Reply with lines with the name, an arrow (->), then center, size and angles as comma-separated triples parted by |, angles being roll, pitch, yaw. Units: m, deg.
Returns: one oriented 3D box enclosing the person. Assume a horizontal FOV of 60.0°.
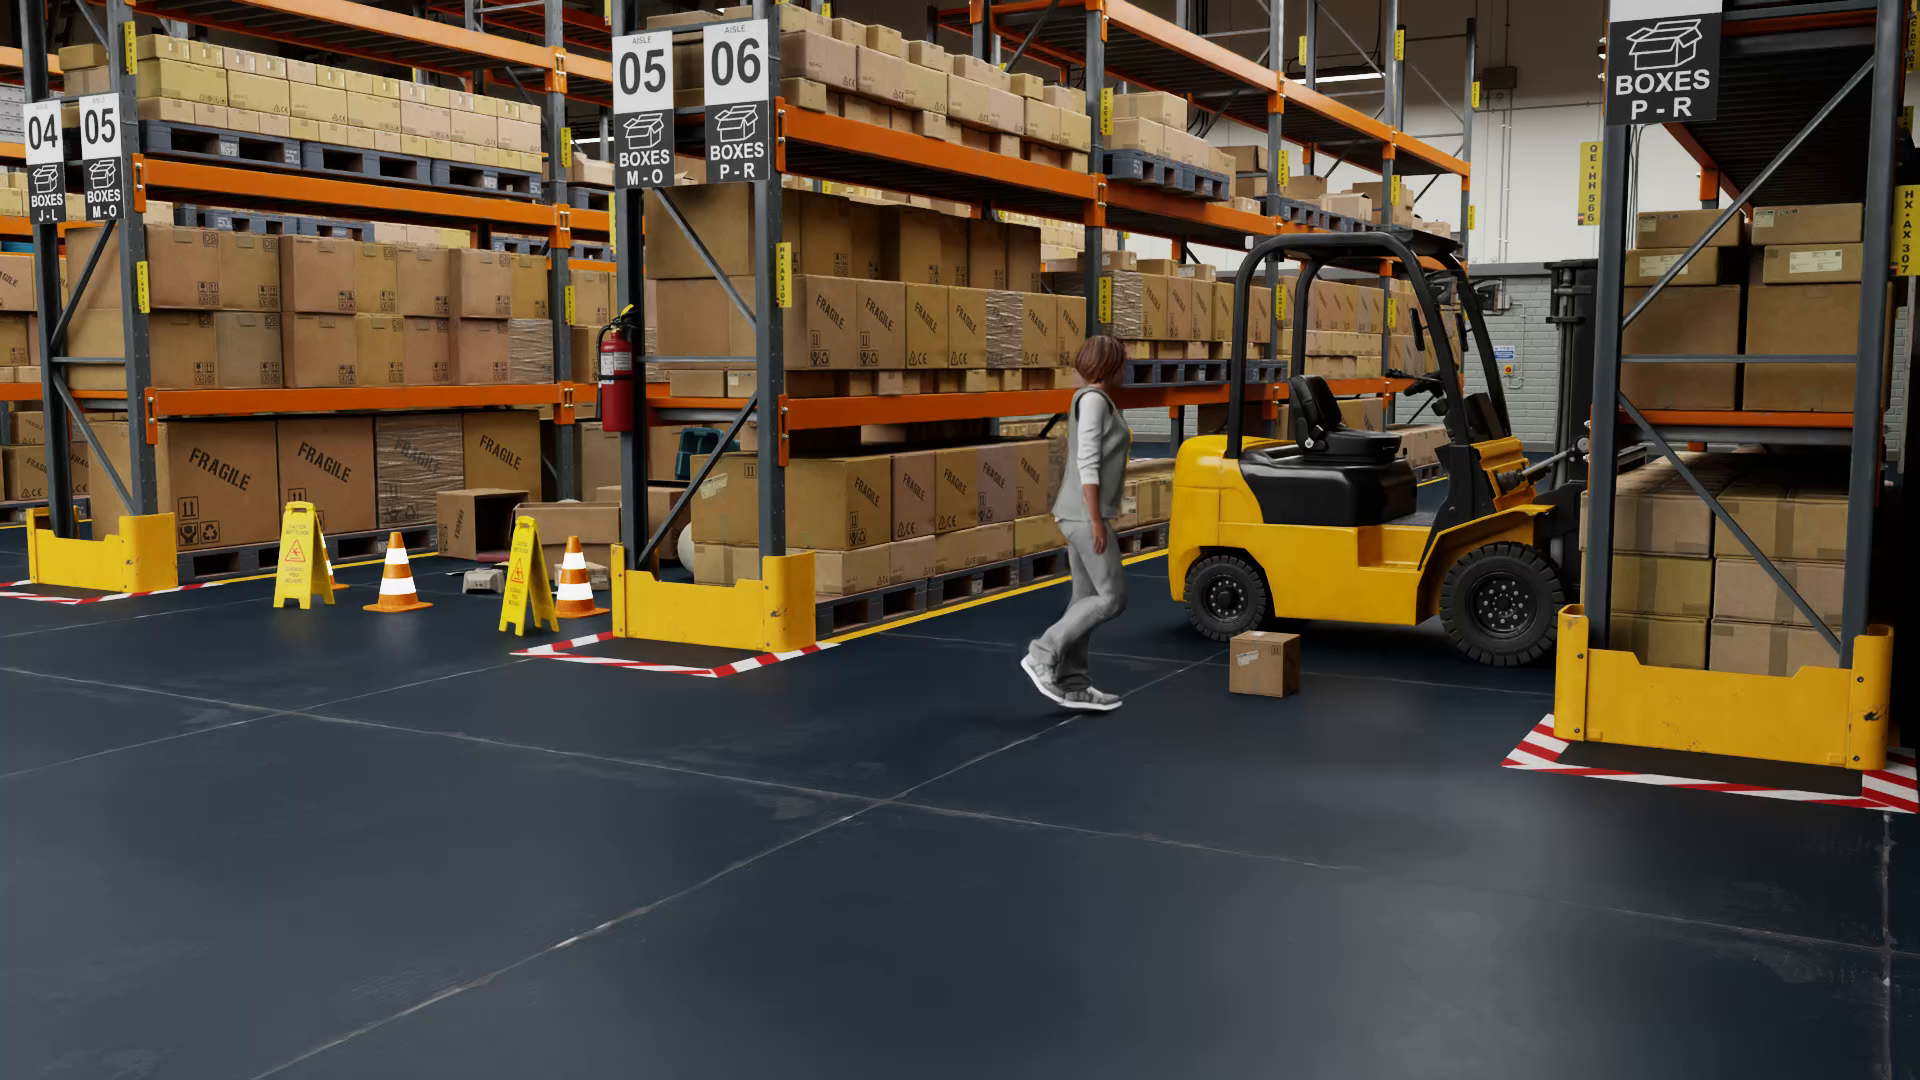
person -> 0.489, -0.066, 7.033 | 0.457, 1.594, 0.469 | 0, 6, 3
